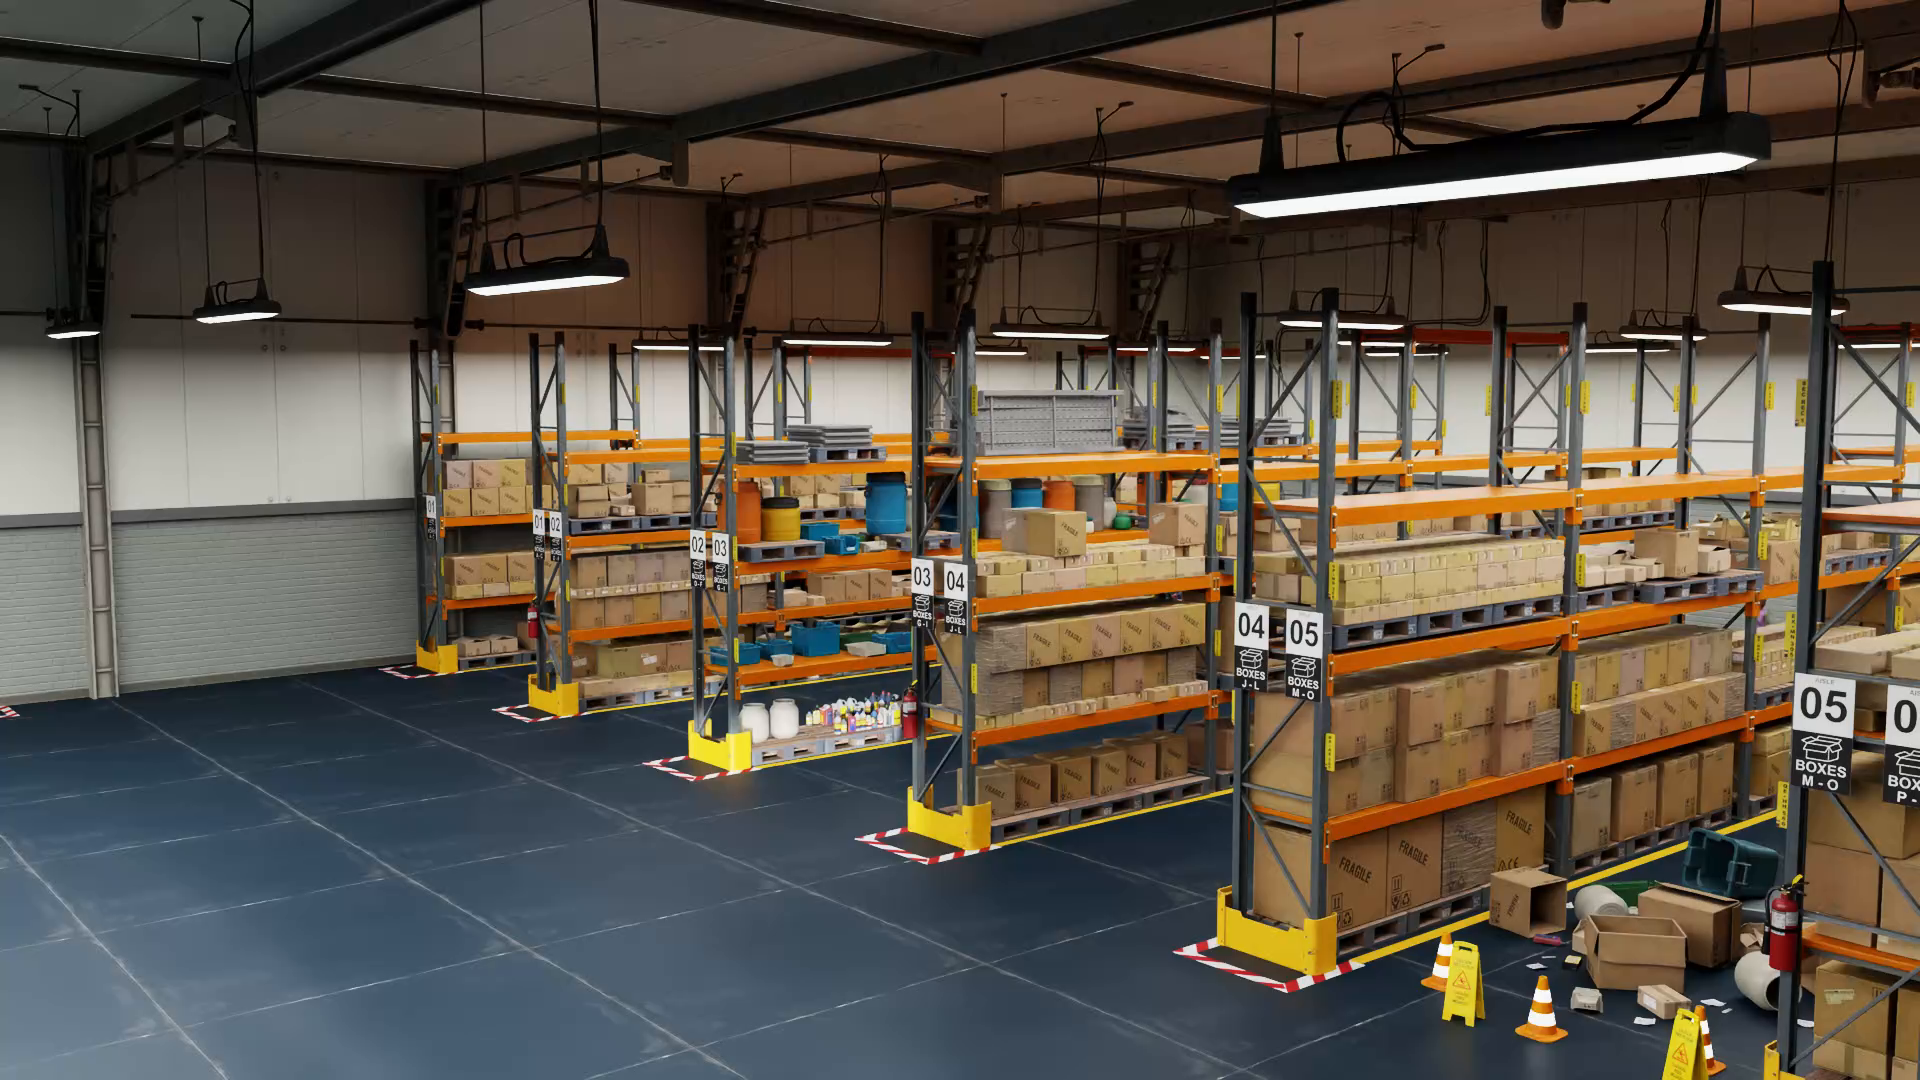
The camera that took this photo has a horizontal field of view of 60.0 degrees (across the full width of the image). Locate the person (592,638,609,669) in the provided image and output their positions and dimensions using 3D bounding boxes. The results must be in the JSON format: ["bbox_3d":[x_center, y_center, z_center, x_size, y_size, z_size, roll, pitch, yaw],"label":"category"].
[{"bbox_3d":[-6.657,1.469,30.299,0.543,1.760,0.562,-1,5,-6],"label":"person"}]

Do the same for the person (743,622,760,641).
[{"bbox_3d":[-4.149,1.285,32.979,0.359,1.731,0.509,4,7,38],"label":"person"}]

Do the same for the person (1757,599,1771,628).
[{"bbox_3d":[13.751,1.722,28.668,0.462,1.566,0.688,4,7,39],"label":"person"}]
